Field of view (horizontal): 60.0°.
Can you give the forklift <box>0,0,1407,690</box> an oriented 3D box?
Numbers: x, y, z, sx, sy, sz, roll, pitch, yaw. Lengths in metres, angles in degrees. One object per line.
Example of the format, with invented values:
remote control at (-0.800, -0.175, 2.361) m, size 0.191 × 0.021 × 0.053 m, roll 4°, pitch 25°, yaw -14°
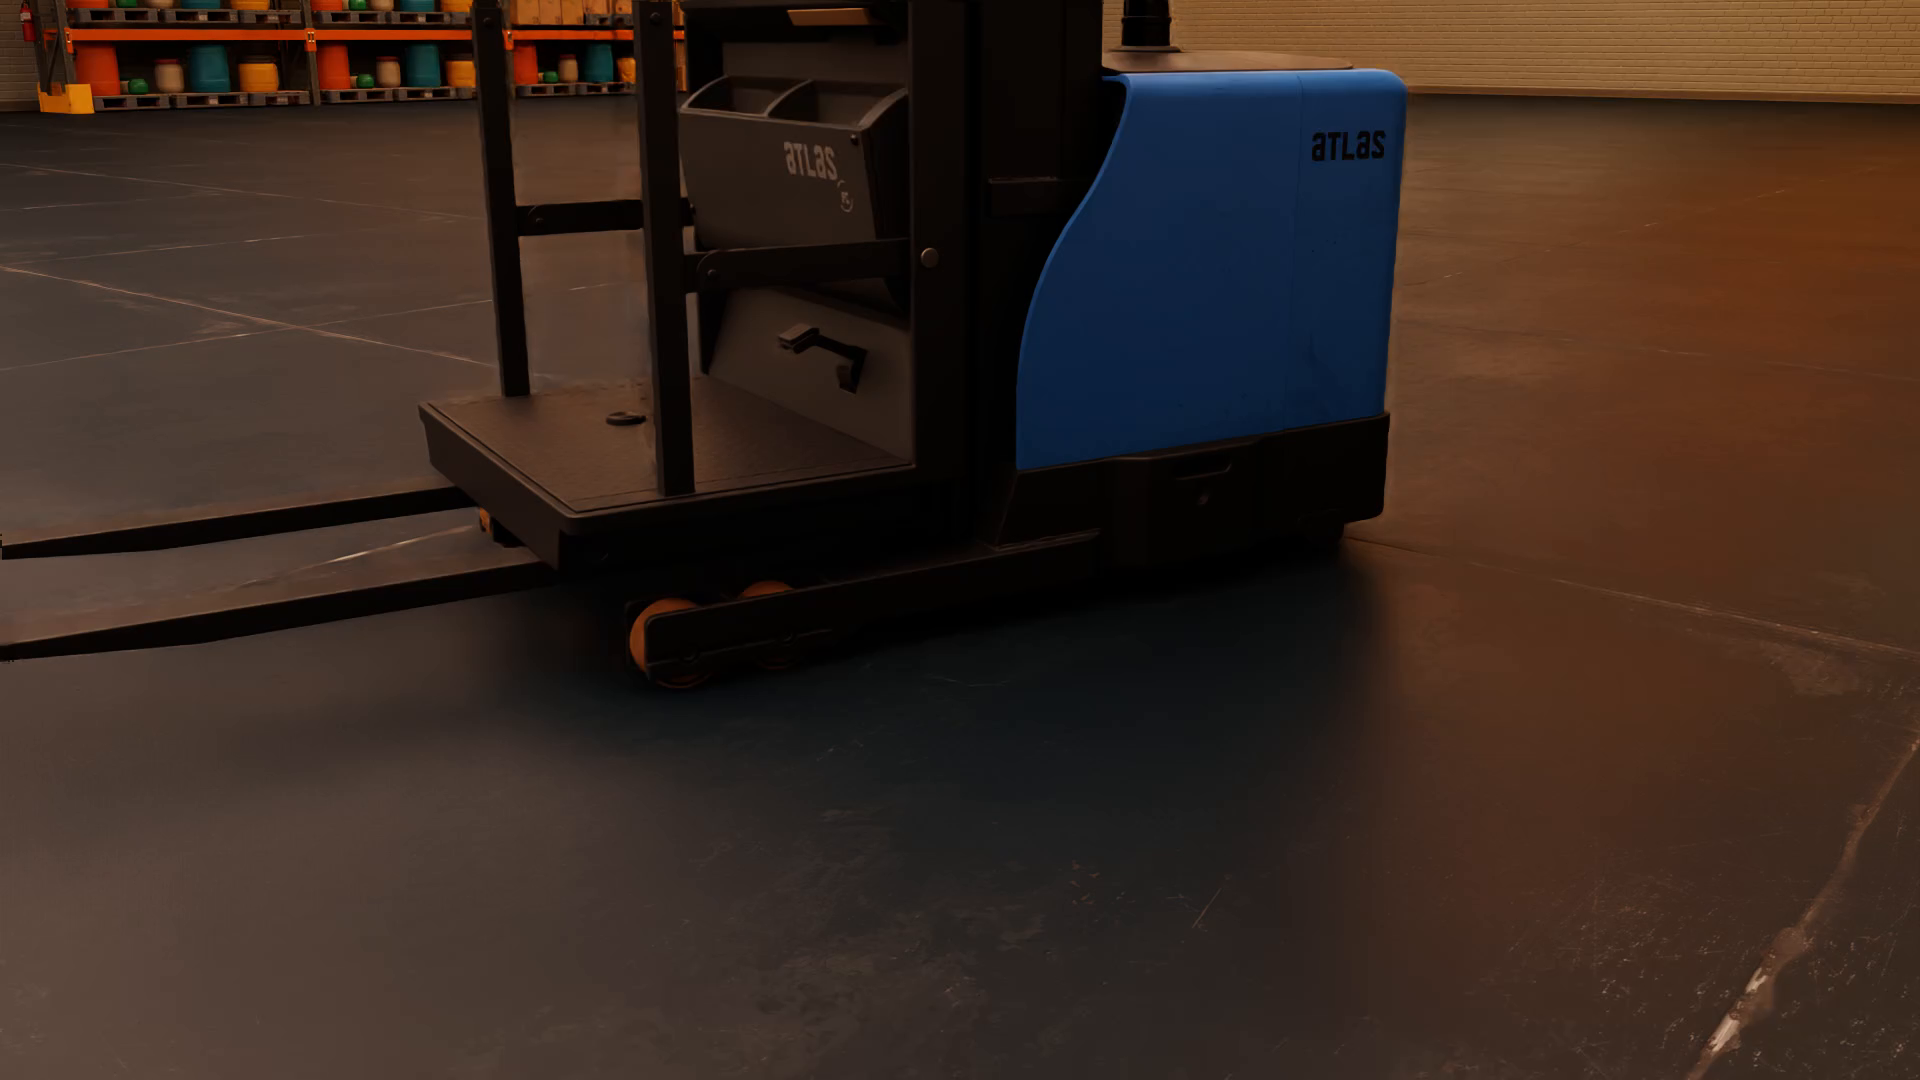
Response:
forklift at (-0.532, -1.304, 3.191) m, size 3.031 × 2.935 × 1.130 m, roll -10°, pitch 19°, yaw -29°
